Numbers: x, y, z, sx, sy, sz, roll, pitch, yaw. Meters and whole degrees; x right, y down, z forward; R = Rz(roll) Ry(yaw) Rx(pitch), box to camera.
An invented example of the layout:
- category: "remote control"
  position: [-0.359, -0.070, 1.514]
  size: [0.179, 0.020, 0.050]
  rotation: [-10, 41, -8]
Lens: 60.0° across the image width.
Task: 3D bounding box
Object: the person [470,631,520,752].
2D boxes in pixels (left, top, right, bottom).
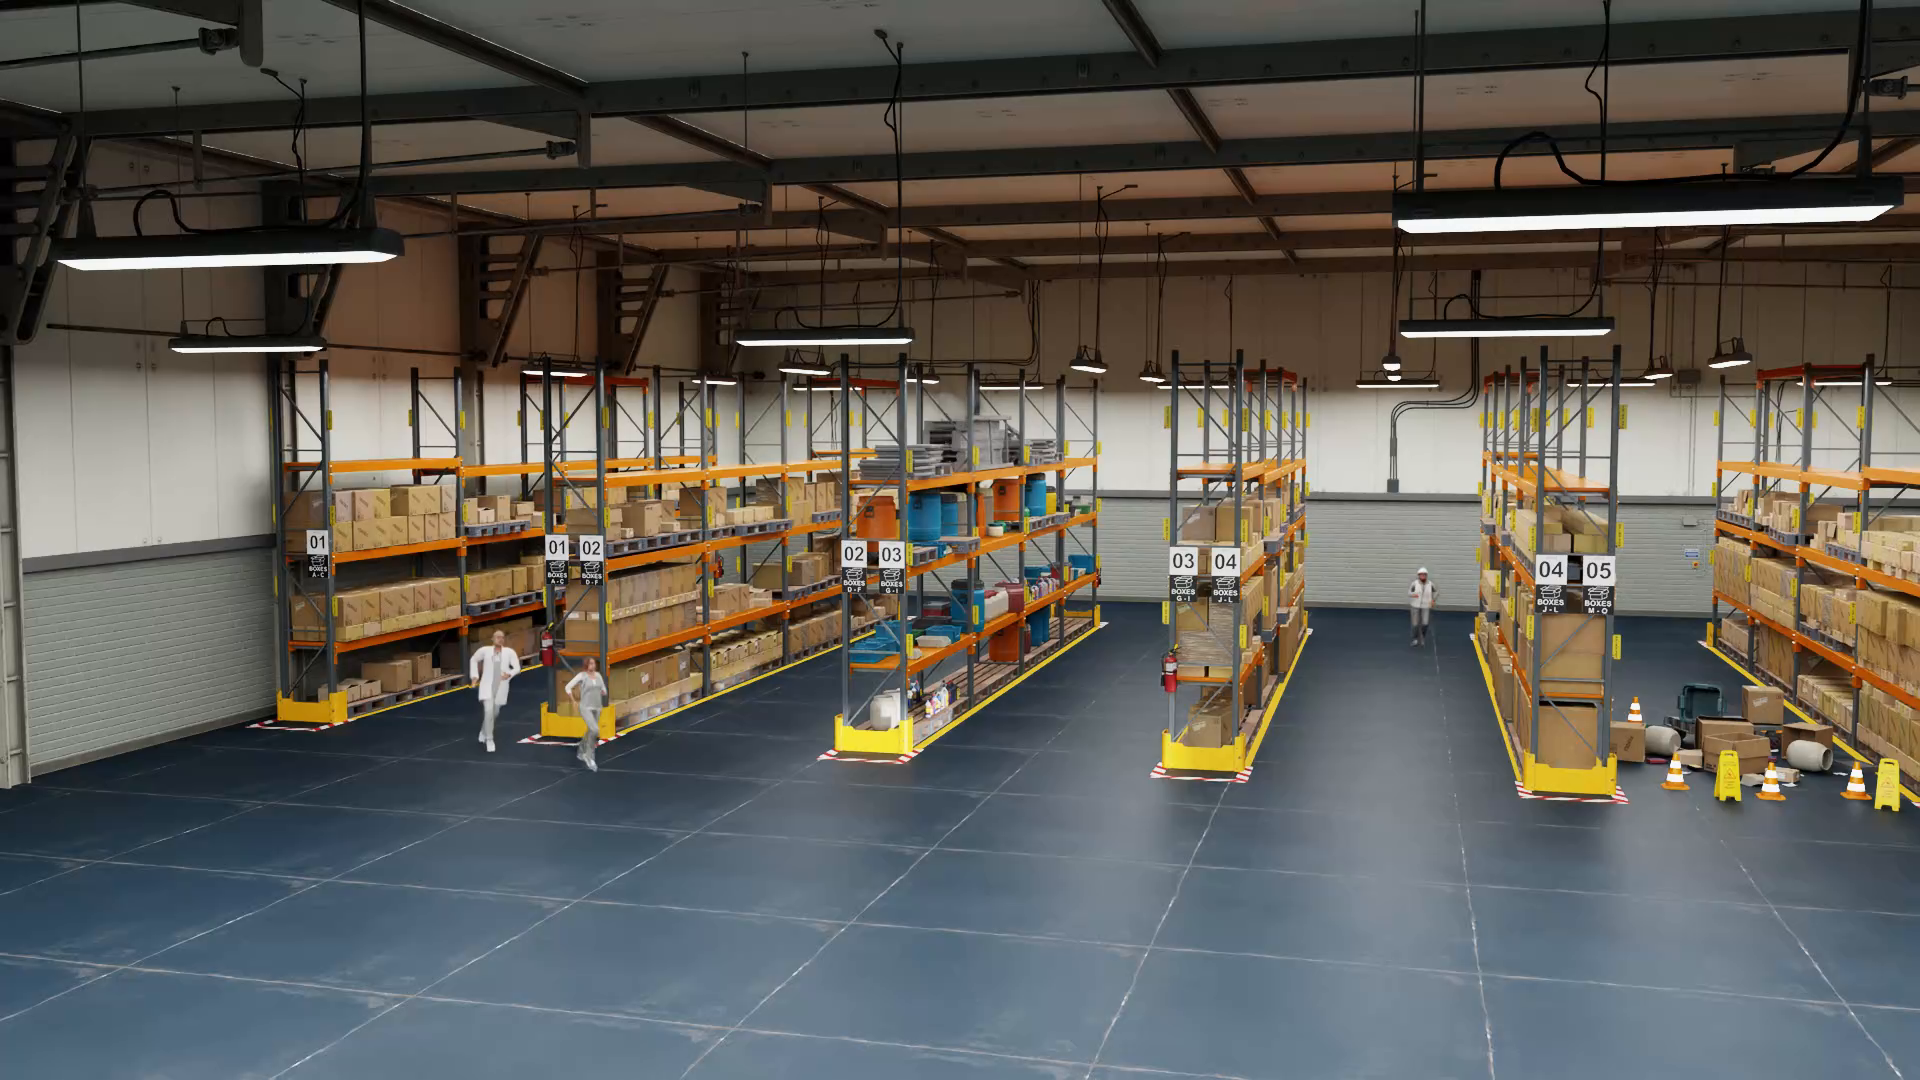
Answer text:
- category: "person"
  position: [-7.105, 2.282, 25.488]
  size: [0.729, 1.769, 0.980]
  rotation: [-2, 5, -25]

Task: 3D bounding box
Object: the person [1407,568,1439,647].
- category: "person"
  position: [10.226, 1.487, 36.770]
  size: [0.684, 1.748, 0.686]
  rotation: [1, 4, 17]

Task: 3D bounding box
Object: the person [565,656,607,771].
- category: "person"
  position: [-5.329, 2.480, 23.933]
  size: [0.706, 1.633, 0.505]
  rotation: [3, 5, 38]
